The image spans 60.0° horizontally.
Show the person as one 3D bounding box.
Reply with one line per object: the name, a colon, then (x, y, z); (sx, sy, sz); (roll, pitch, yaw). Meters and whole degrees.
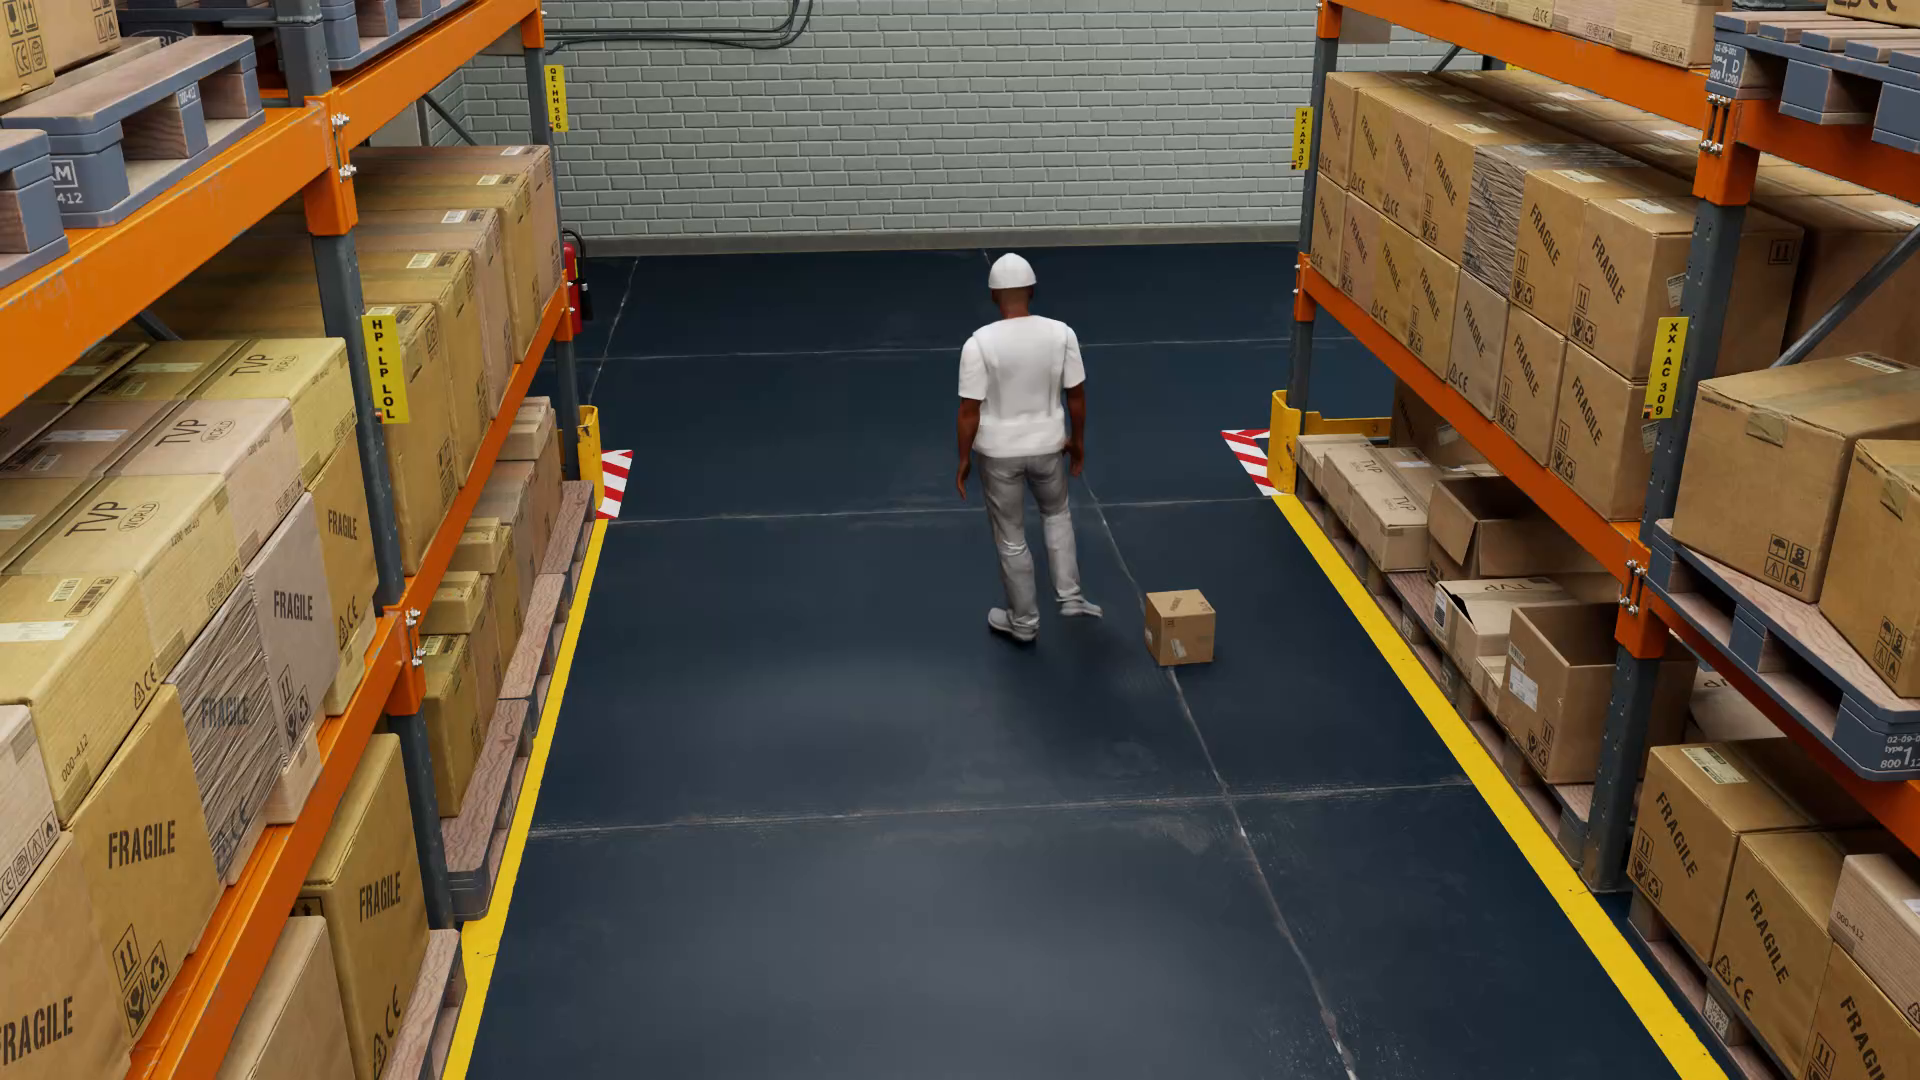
person: (0.310, -0.401, 7.444); (0.685, 1.751, 0.497); (-7, 25, -16)
